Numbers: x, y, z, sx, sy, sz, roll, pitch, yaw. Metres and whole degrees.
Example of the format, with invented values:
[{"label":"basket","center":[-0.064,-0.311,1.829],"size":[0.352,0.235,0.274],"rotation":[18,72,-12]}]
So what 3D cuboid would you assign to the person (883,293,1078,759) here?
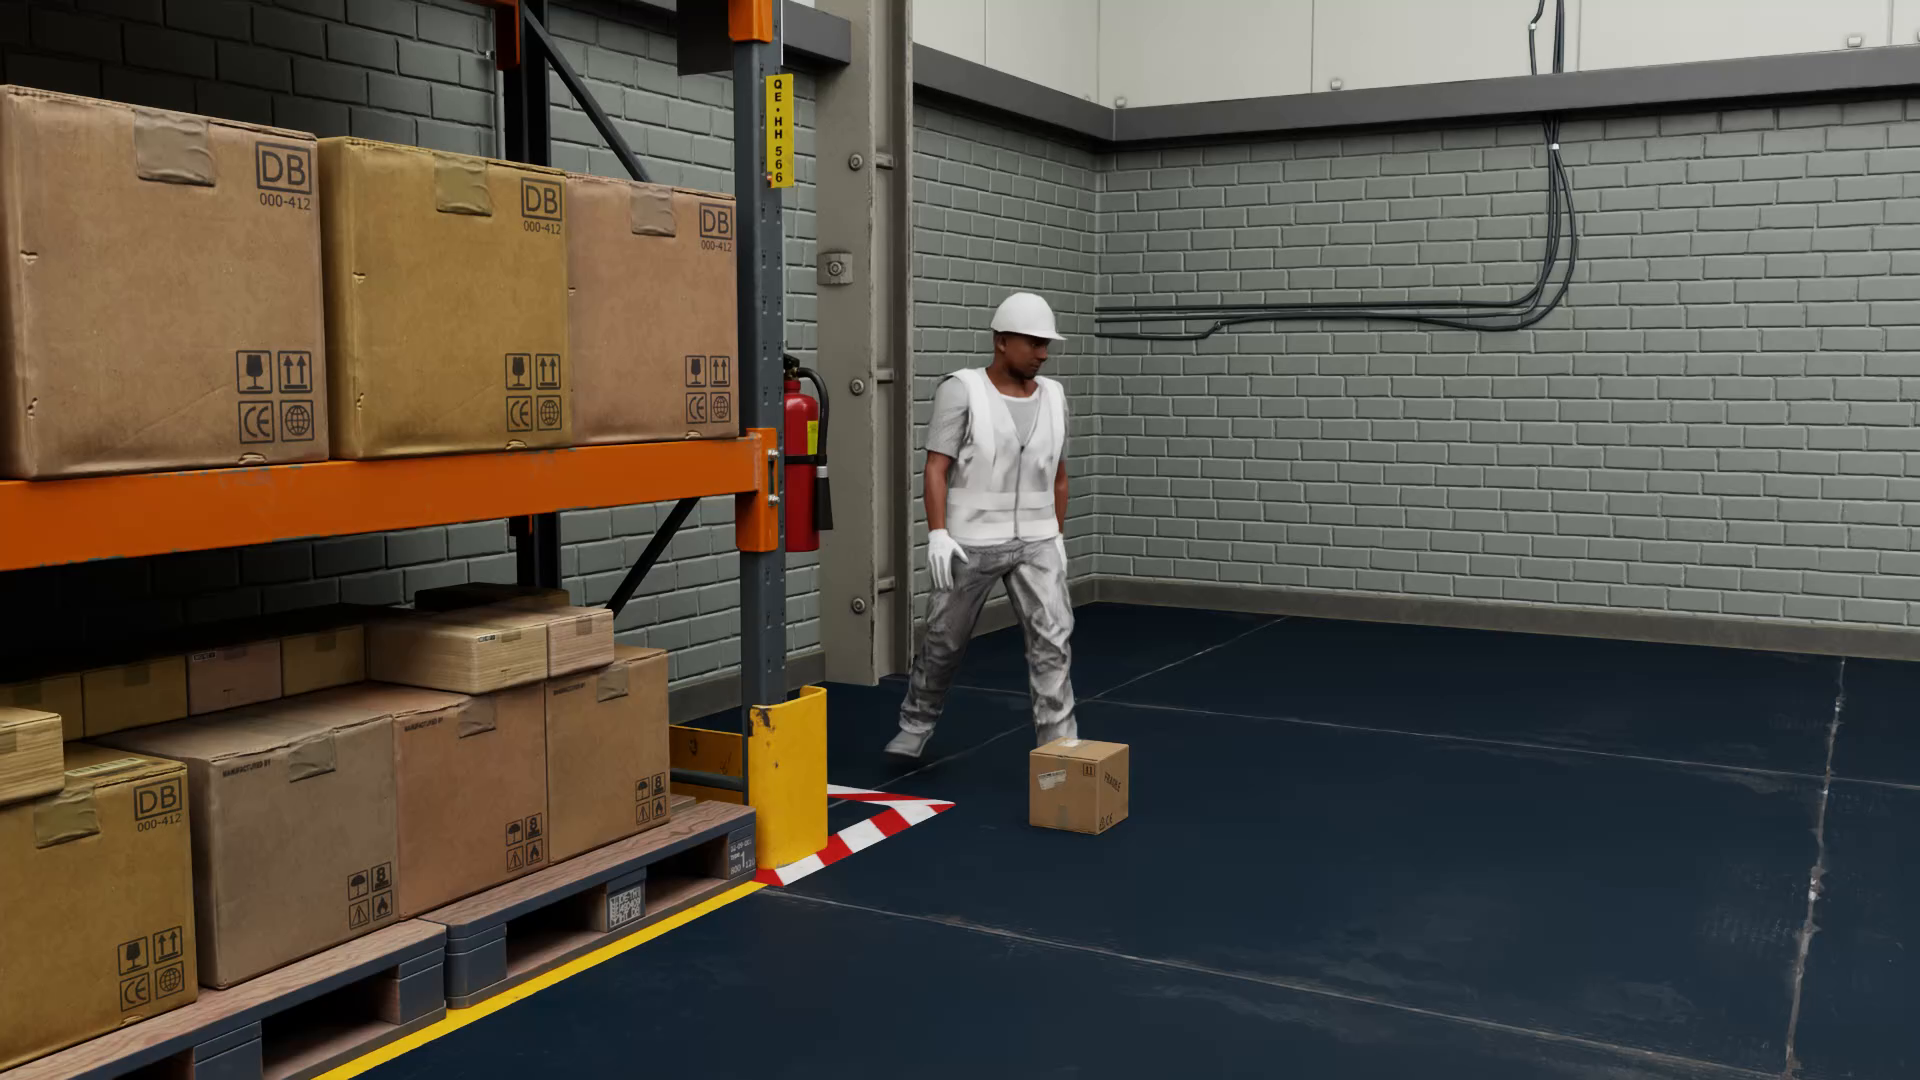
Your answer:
[{"label":"person","center":[0.114,0.013,5.883],"size":[0.622,1.754,0.954],"rotation":[-2,6,-21]}]
